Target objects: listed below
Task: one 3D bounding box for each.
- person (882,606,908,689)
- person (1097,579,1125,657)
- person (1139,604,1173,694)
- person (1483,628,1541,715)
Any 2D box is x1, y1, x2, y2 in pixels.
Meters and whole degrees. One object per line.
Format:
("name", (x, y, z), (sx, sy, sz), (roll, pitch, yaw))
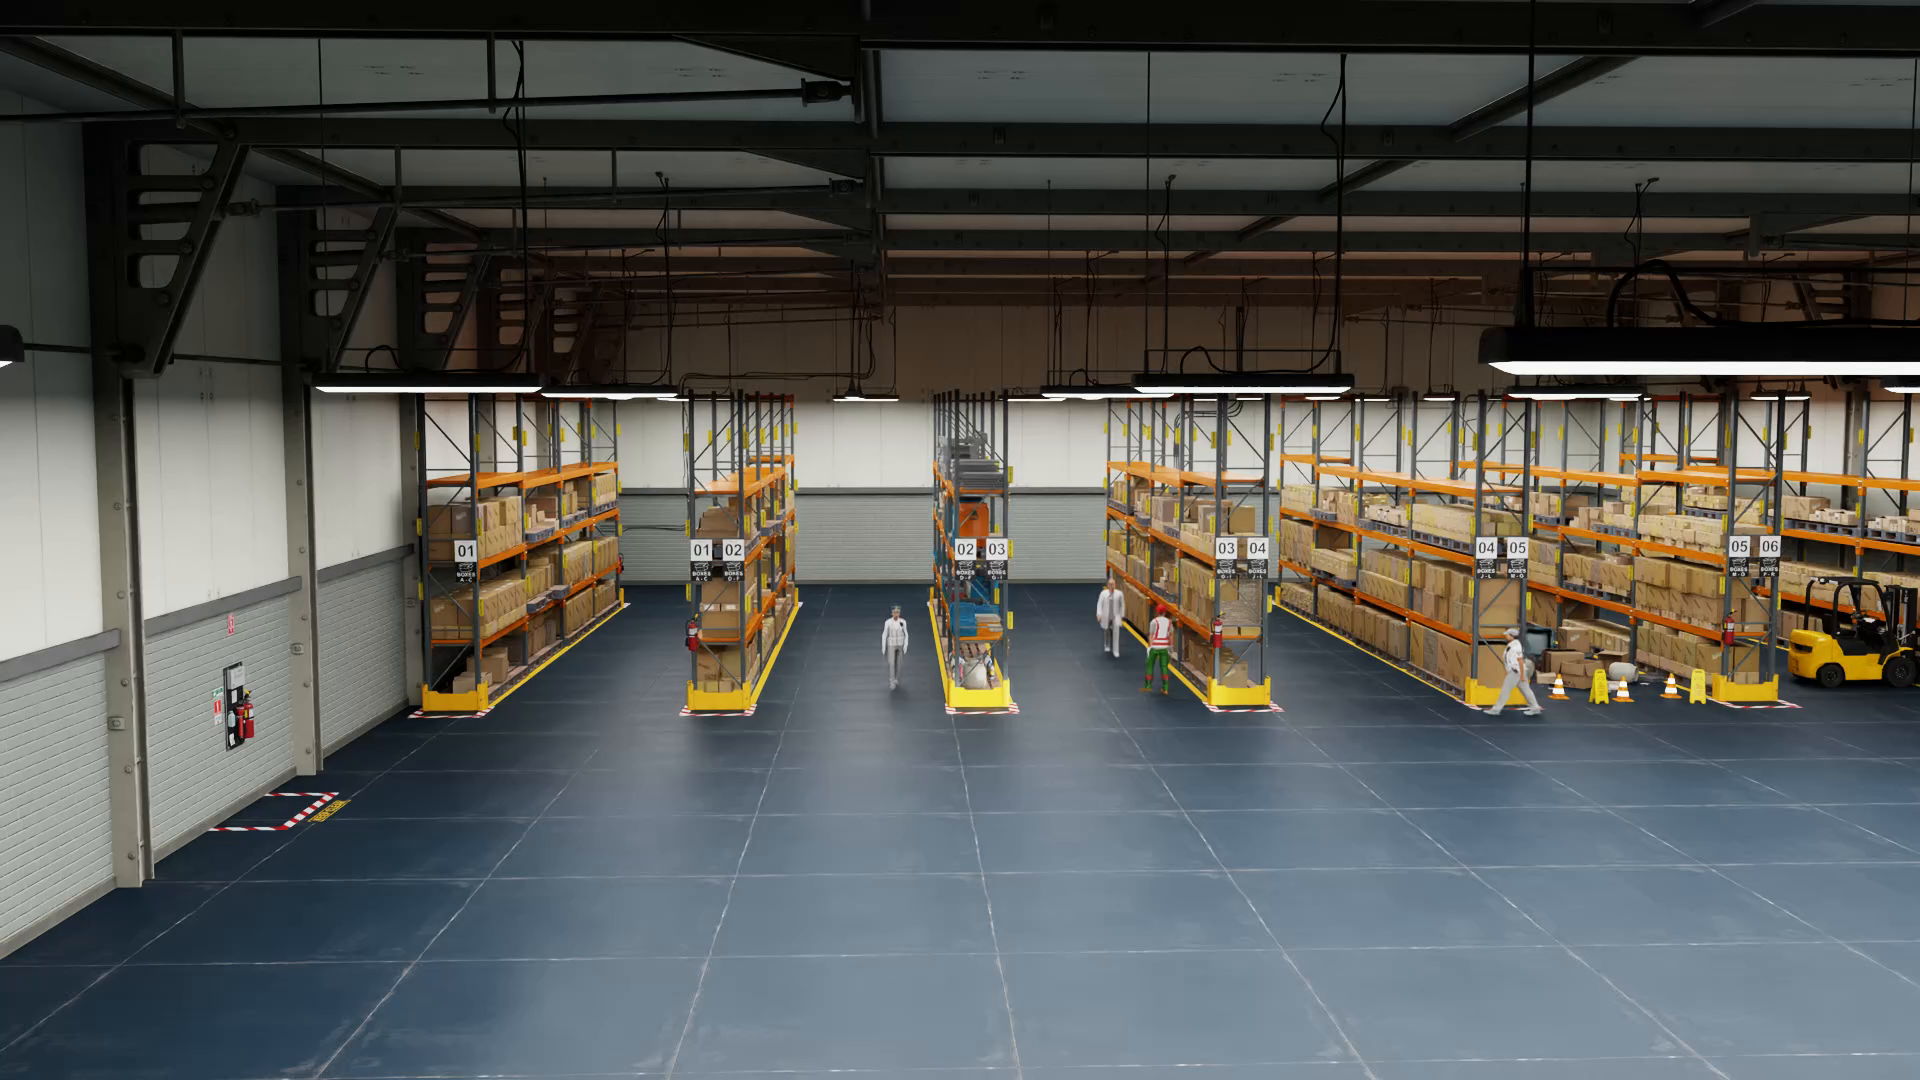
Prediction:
("person", (-1.290, 2.149, 33.620), (0.513, 1.619, 0.909), (-1, 5, -18))
("person", (3.444, 1.749, 37.891), (0.666, 1.712, 1.142), (0, 5, 0))
("person", (3.946, 2.153, 32.994), (0.629, 1.793, 0.719), (-1, 5, -10))
("person", (10.167, 2.408, 30.567), (1.009, 1.589, 0.513), (1, 5, 17))
